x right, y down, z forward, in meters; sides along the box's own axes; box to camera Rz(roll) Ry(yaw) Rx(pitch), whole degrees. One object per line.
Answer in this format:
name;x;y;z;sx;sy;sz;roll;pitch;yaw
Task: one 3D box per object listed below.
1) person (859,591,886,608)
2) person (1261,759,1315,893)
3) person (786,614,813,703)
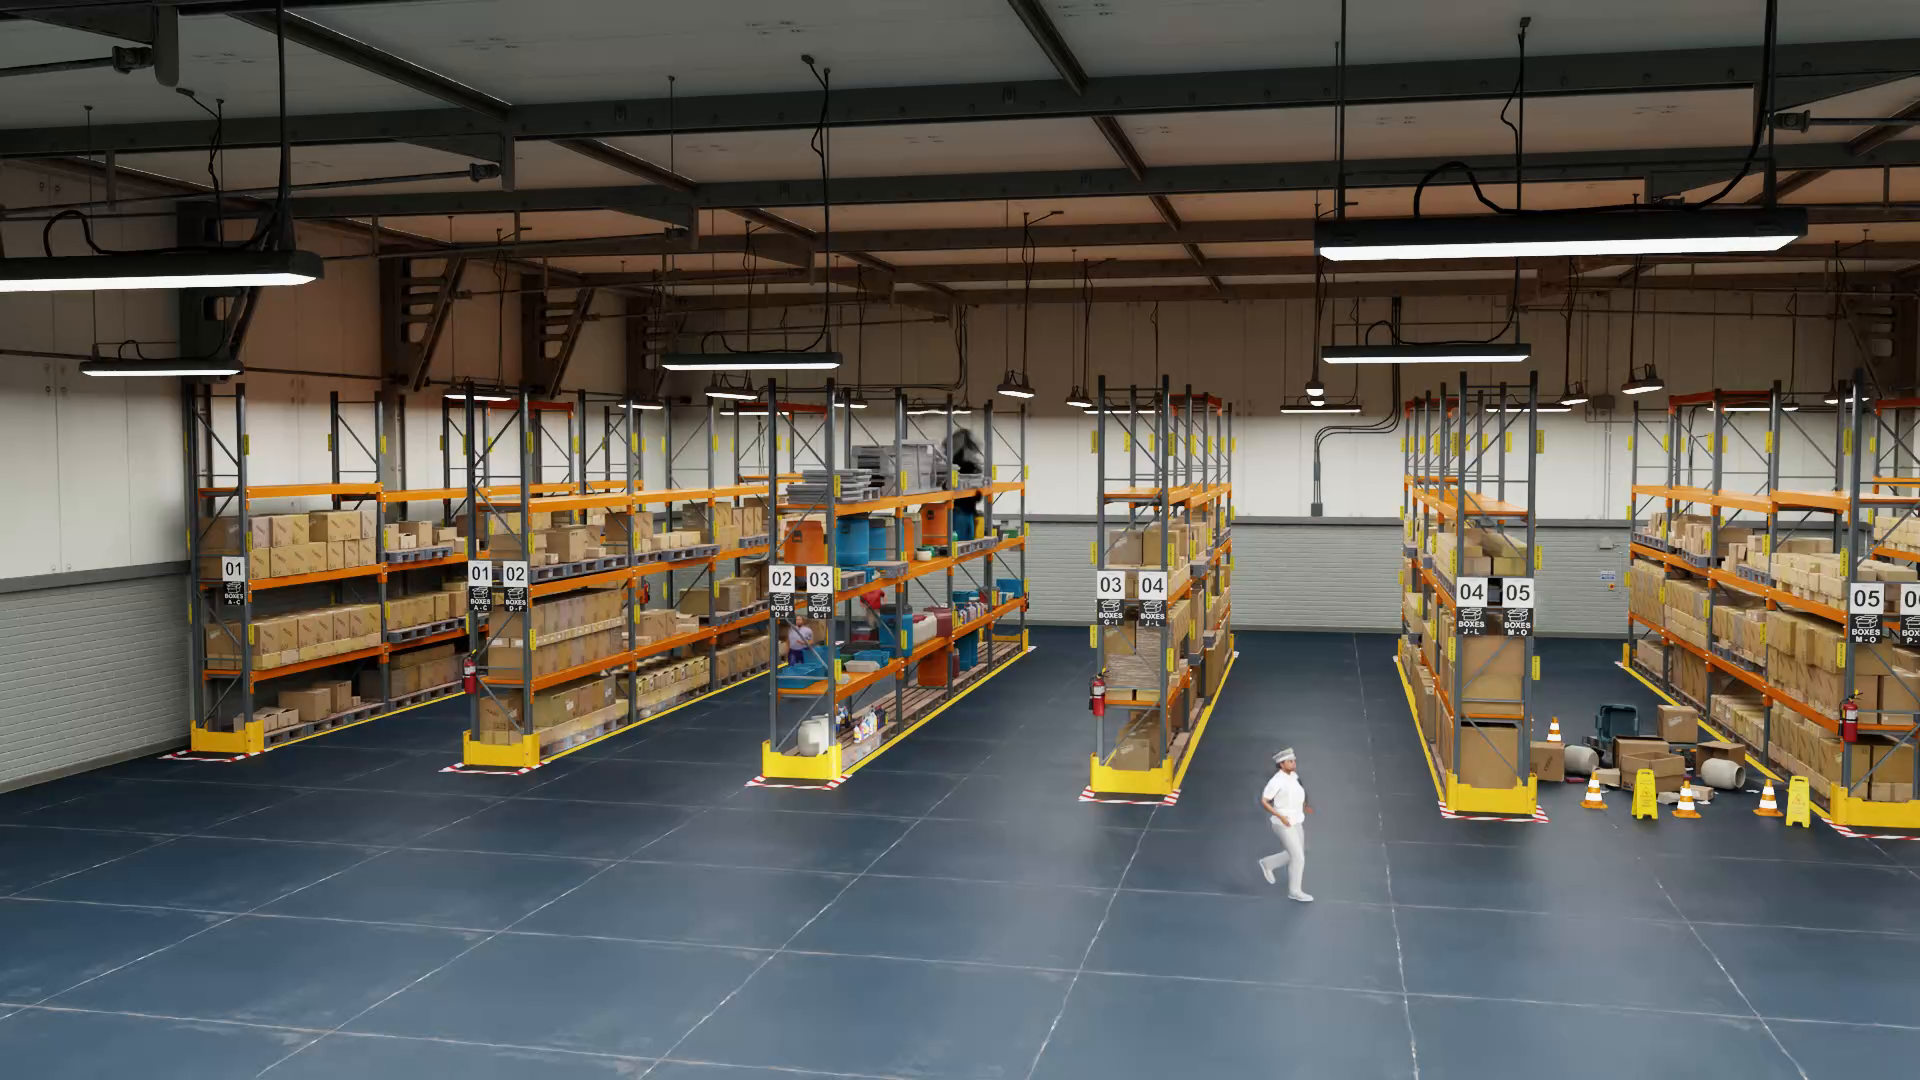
person;-2.121;1.375;40.579;0.672;0.812;0.648;0;3;-4
person;3.591;3.114;18.377;0.644;1.536;0.584;3;4;43
person;-3.157;2.302;32.703;0.589;1.688;0.847;0;3;6
